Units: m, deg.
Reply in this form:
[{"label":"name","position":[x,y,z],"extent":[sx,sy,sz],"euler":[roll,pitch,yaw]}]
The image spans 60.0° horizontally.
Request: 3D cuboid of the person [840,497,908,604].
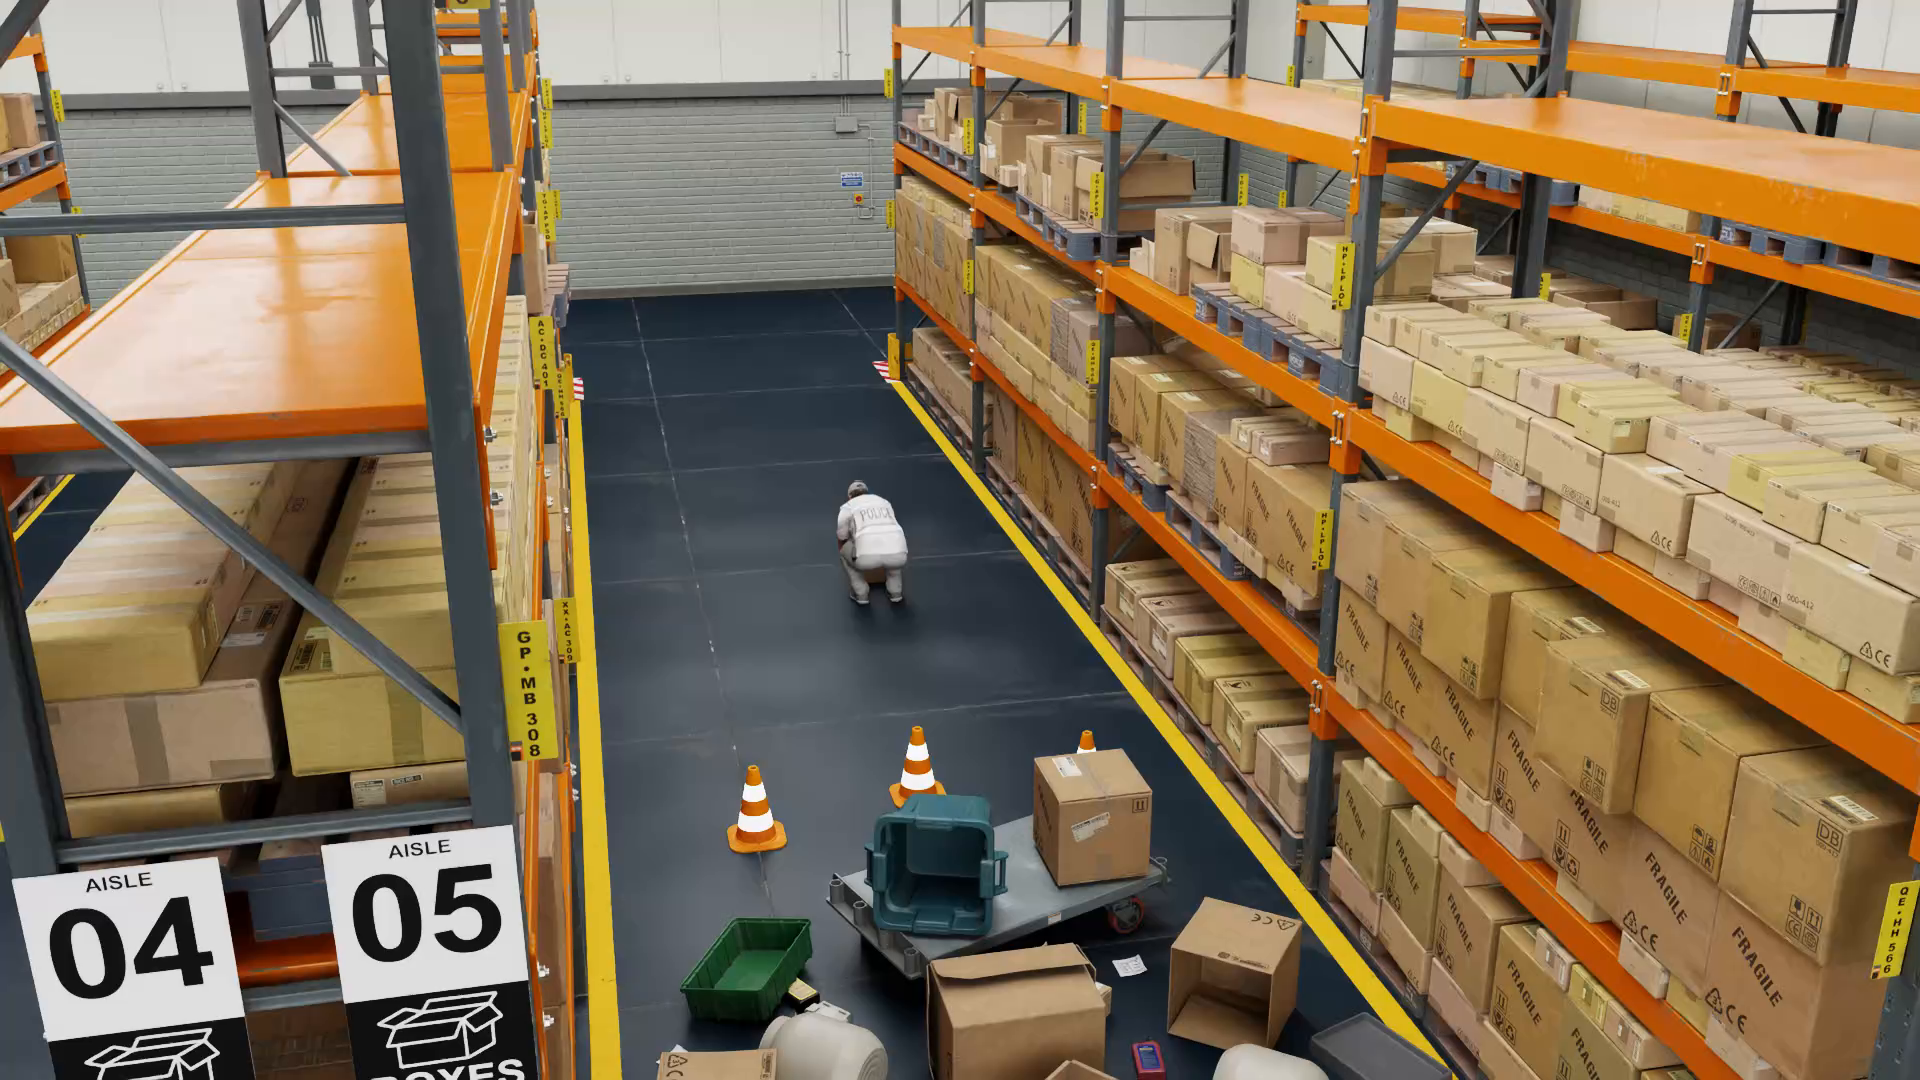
[{"label":"person","position":[-0.715,0.053,13.487],"extent":[0.519,0.822,0.943],"euler":[-5,20,-14]}]
